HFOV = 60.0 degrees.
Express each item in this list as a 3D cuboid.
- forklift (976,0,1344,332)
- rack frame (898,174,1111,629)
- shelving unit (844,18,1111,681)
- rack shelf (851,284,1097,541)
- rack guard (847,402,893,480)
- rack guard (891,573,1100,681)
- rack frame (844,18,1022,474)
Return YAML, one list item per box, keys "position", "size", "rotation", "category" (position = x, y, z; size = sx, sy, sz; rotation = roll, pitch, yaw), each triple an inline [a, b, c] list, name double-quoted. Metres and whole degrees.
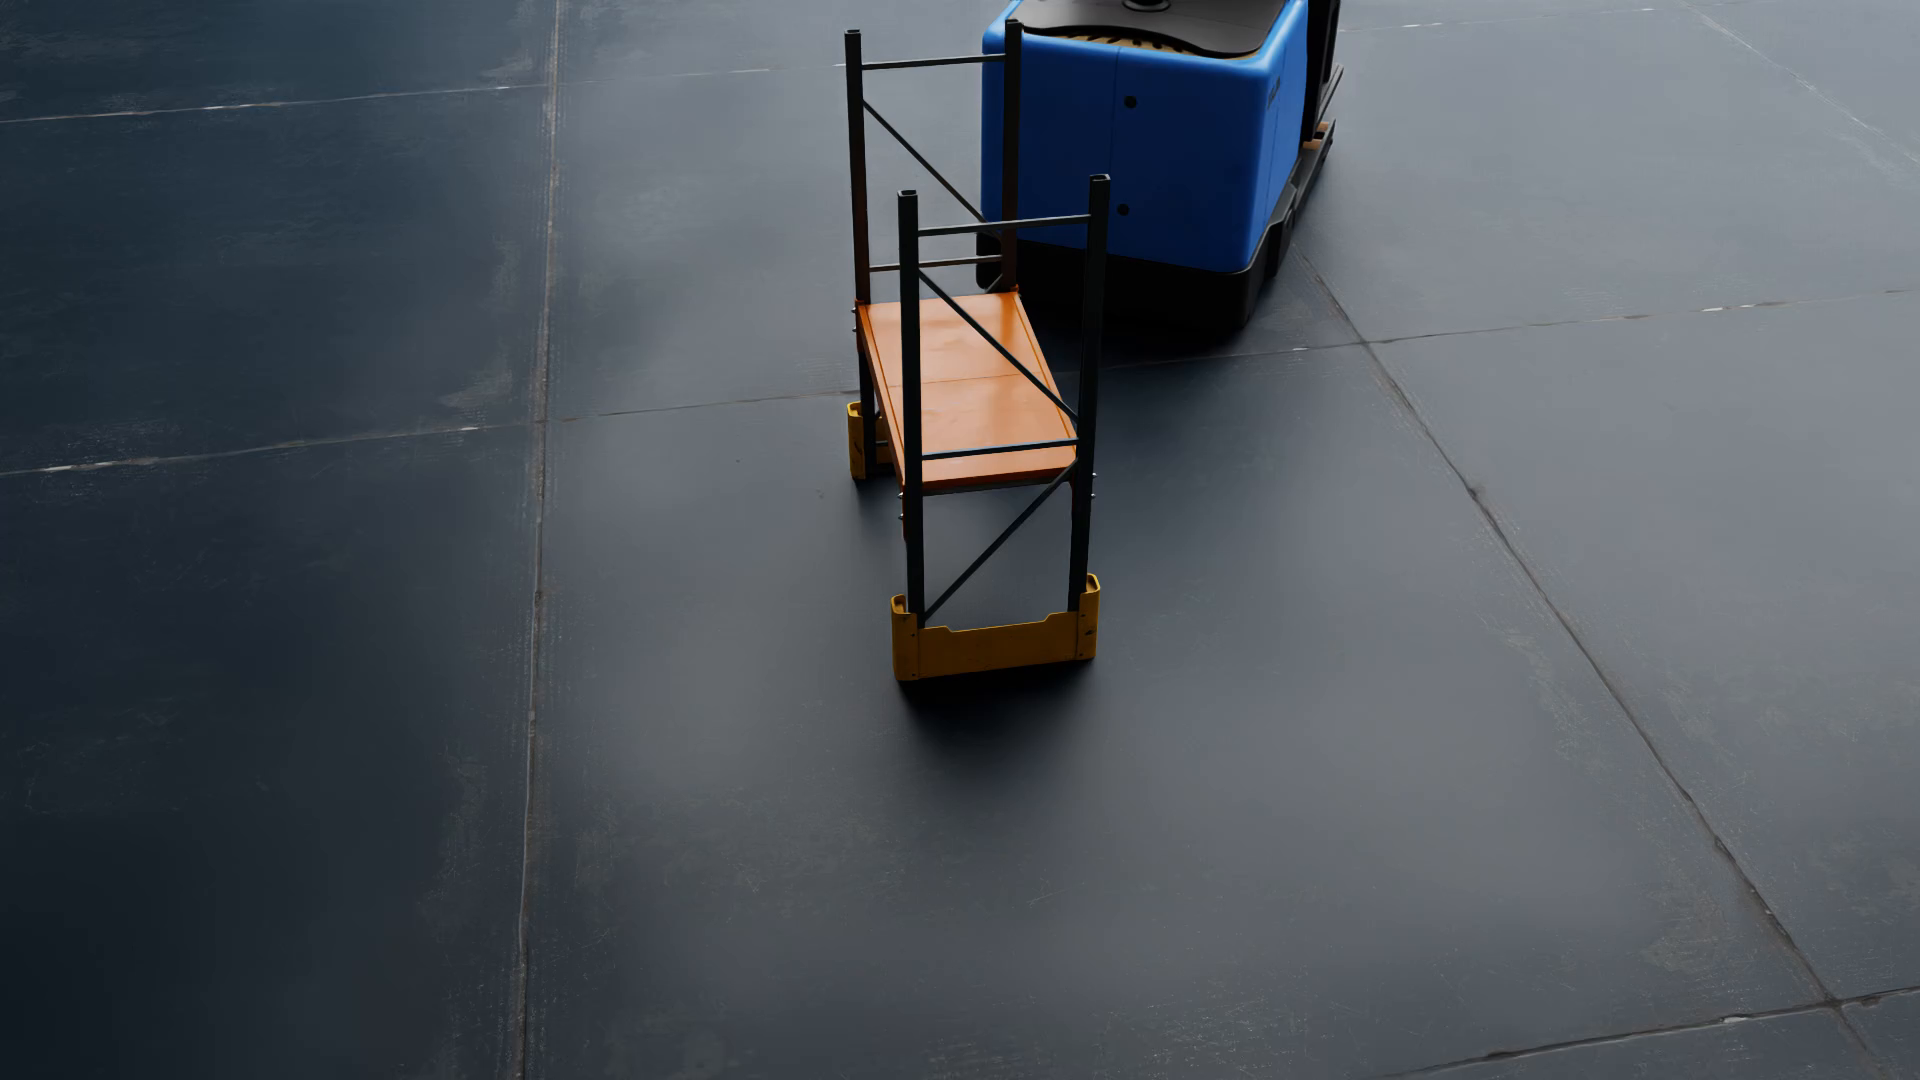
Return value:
- position: [1.037, -2.828, 6.501]
  size: [1.130, 2.935, 3.031]
  rotation: [12, 40, 15]
  category: "forklift"
- position: [0.104, -0.234, 4.328]
  size: [0.500, 1.500, 0.032]
  rotation: [-6, 38, -8]
  category: "rack frame"
- position: [0.013, -0.546, 4.731]
  size: [0.587, 1.500, 1.083]
  rotation: [-6, 38, -8]
  category: "shelving unit"
- position: [0.015, -0.399, 4.834]
  size: [0.538, 0.185, 1.000]
  rotation: [-6, 38, -8]
  category: "rack shelf"
- position: [-0.074, -0.353, 5.501]
  size: [0.587, 0.250, 0.087]
  rotation: [-6, 38, -8]
  category: "rack guard"
- position: [0.101, 0.248, 4.727]
  size: [0.587, 0.250, 0.087]
  rotation: [-6, 38, -8]
  category: "rack guard"
- position: [-0.074, -0.848, 5.119]
  size: [0.500, 1.500, 0.032]
  rotation: [-6, 38, -8]
  category: "rack frame"
